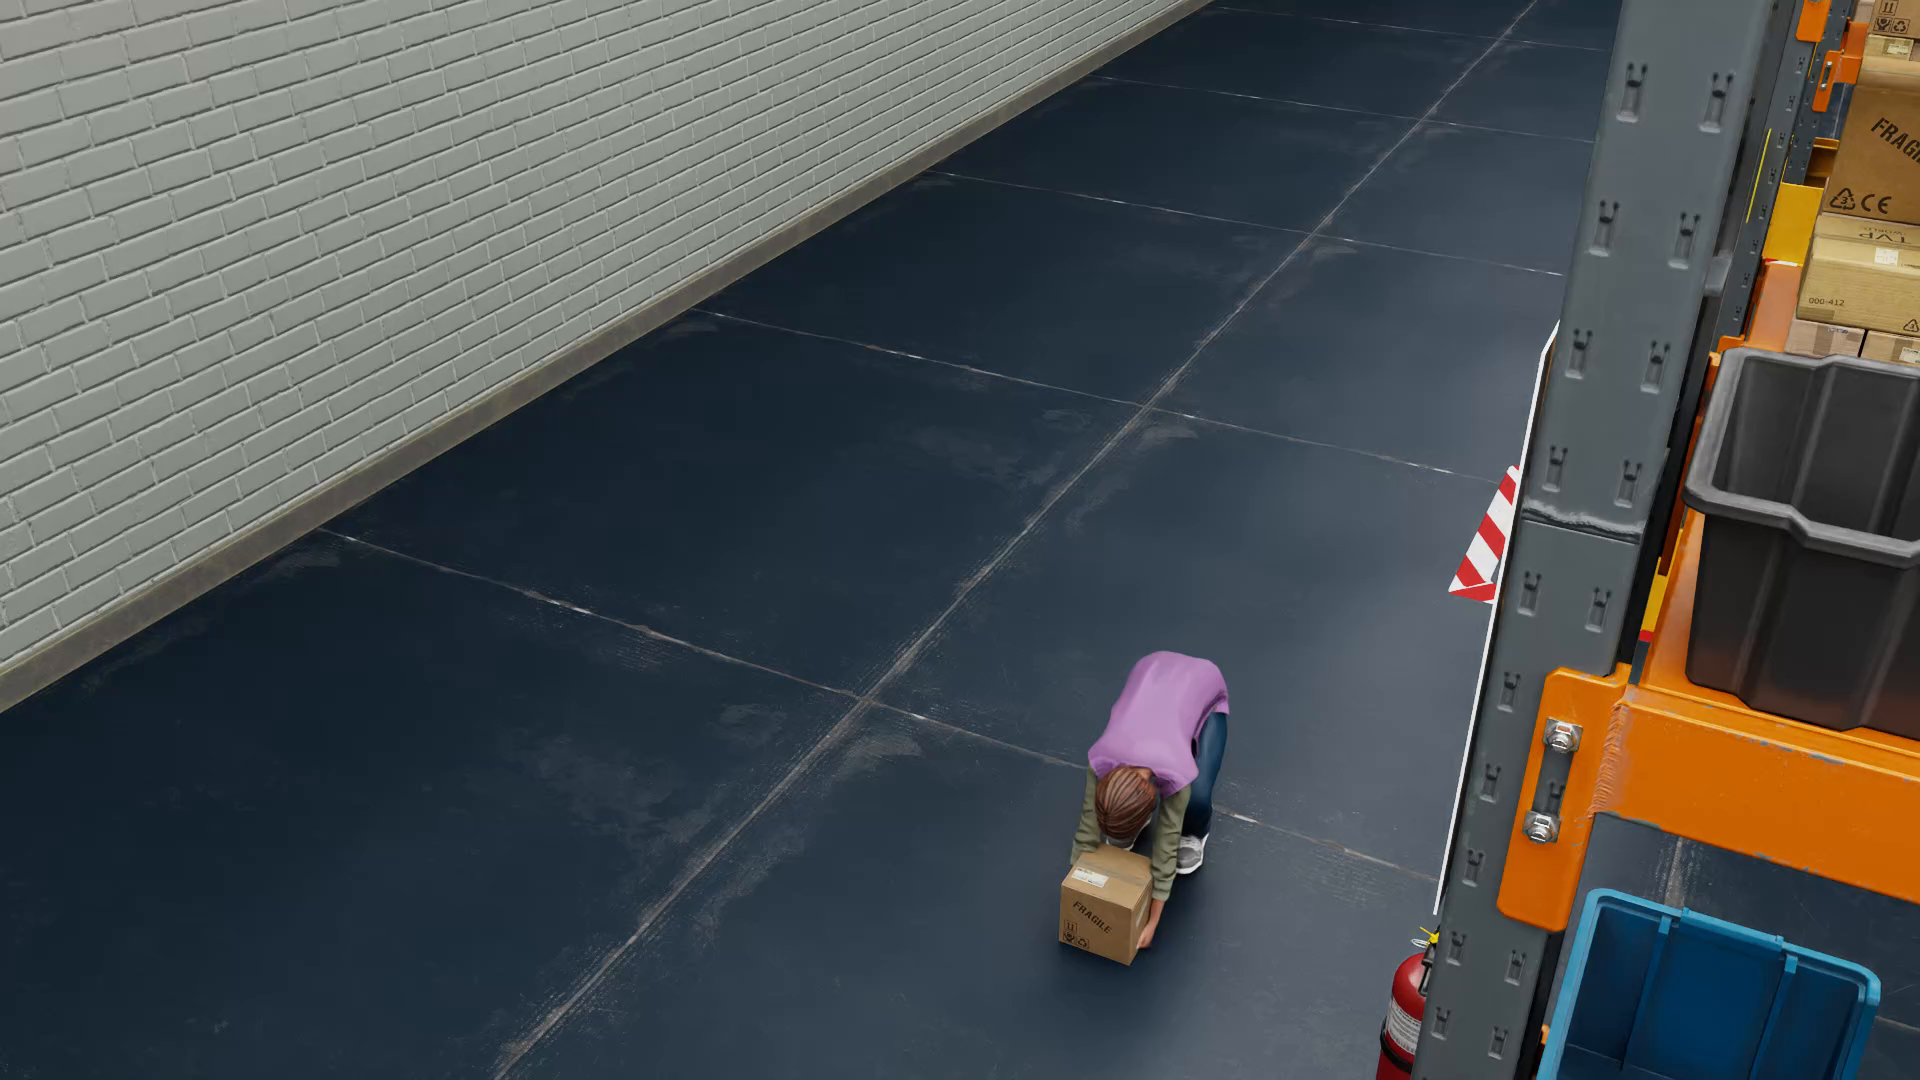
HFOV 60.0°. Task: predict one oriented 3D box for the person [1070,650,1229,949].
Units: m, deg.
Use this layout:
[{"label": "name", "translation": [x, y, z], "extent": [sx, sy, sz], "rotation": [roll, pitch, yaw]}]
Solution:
[{"label": "person", "translation": [0.642, 0.835, 5.584], "extent": [0.428, 0.768, 0.872], "rotation": [13, 33, 22]}]
